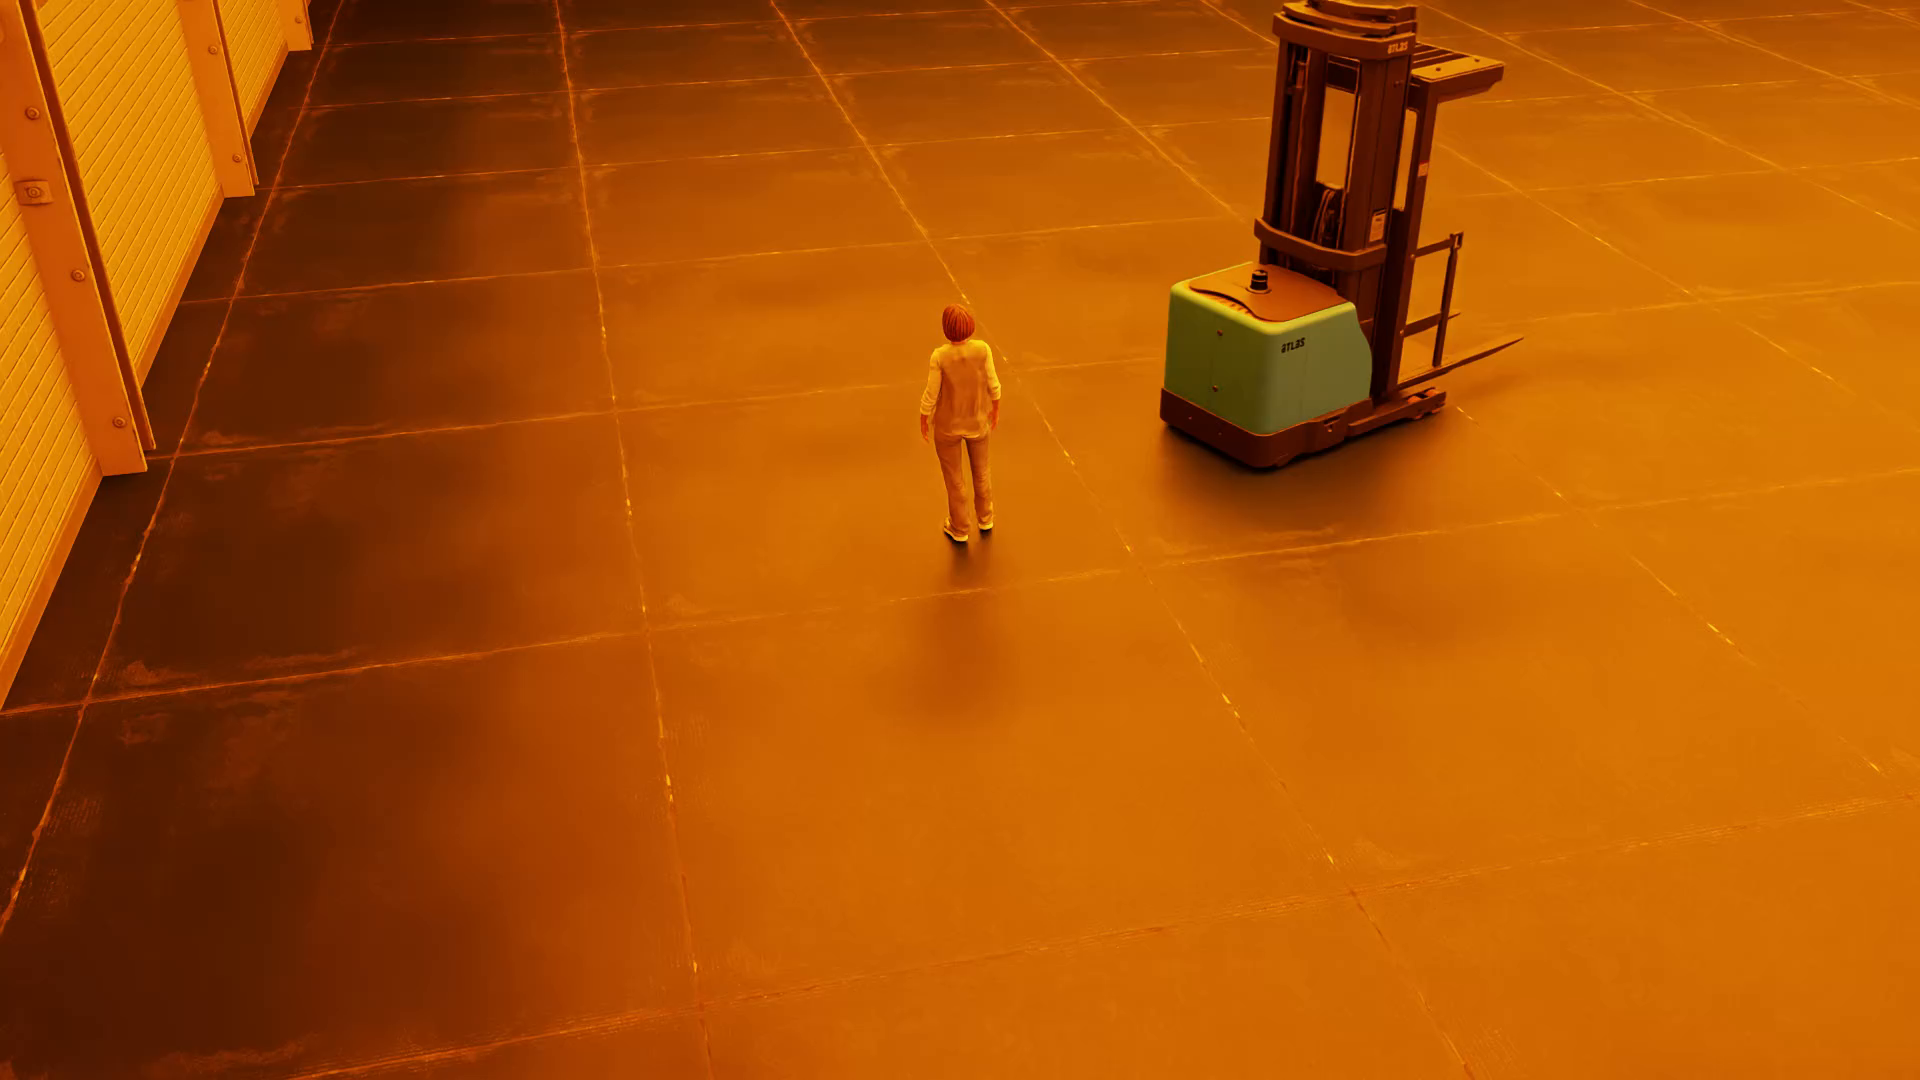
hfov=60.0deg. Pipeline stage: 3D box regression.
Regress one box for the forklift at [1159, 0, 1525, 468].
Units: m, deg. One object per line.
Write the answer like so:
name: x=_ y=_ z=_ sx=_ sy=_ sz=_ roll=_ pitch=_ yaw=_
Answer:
forklift: x=2.916 y=-2.331 z=11.601 sx=3.031 sy=2.935 sz=1.130 roll=-20 pitch=36 yaw=-31

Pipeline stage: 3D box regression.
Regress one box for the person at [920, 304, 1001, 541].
person: x=-0.004 y=-0.736 z=10.162 sx=0.520 sy=1.599 sz=0.473 roll=-7 pitch=31 yaw=-12
